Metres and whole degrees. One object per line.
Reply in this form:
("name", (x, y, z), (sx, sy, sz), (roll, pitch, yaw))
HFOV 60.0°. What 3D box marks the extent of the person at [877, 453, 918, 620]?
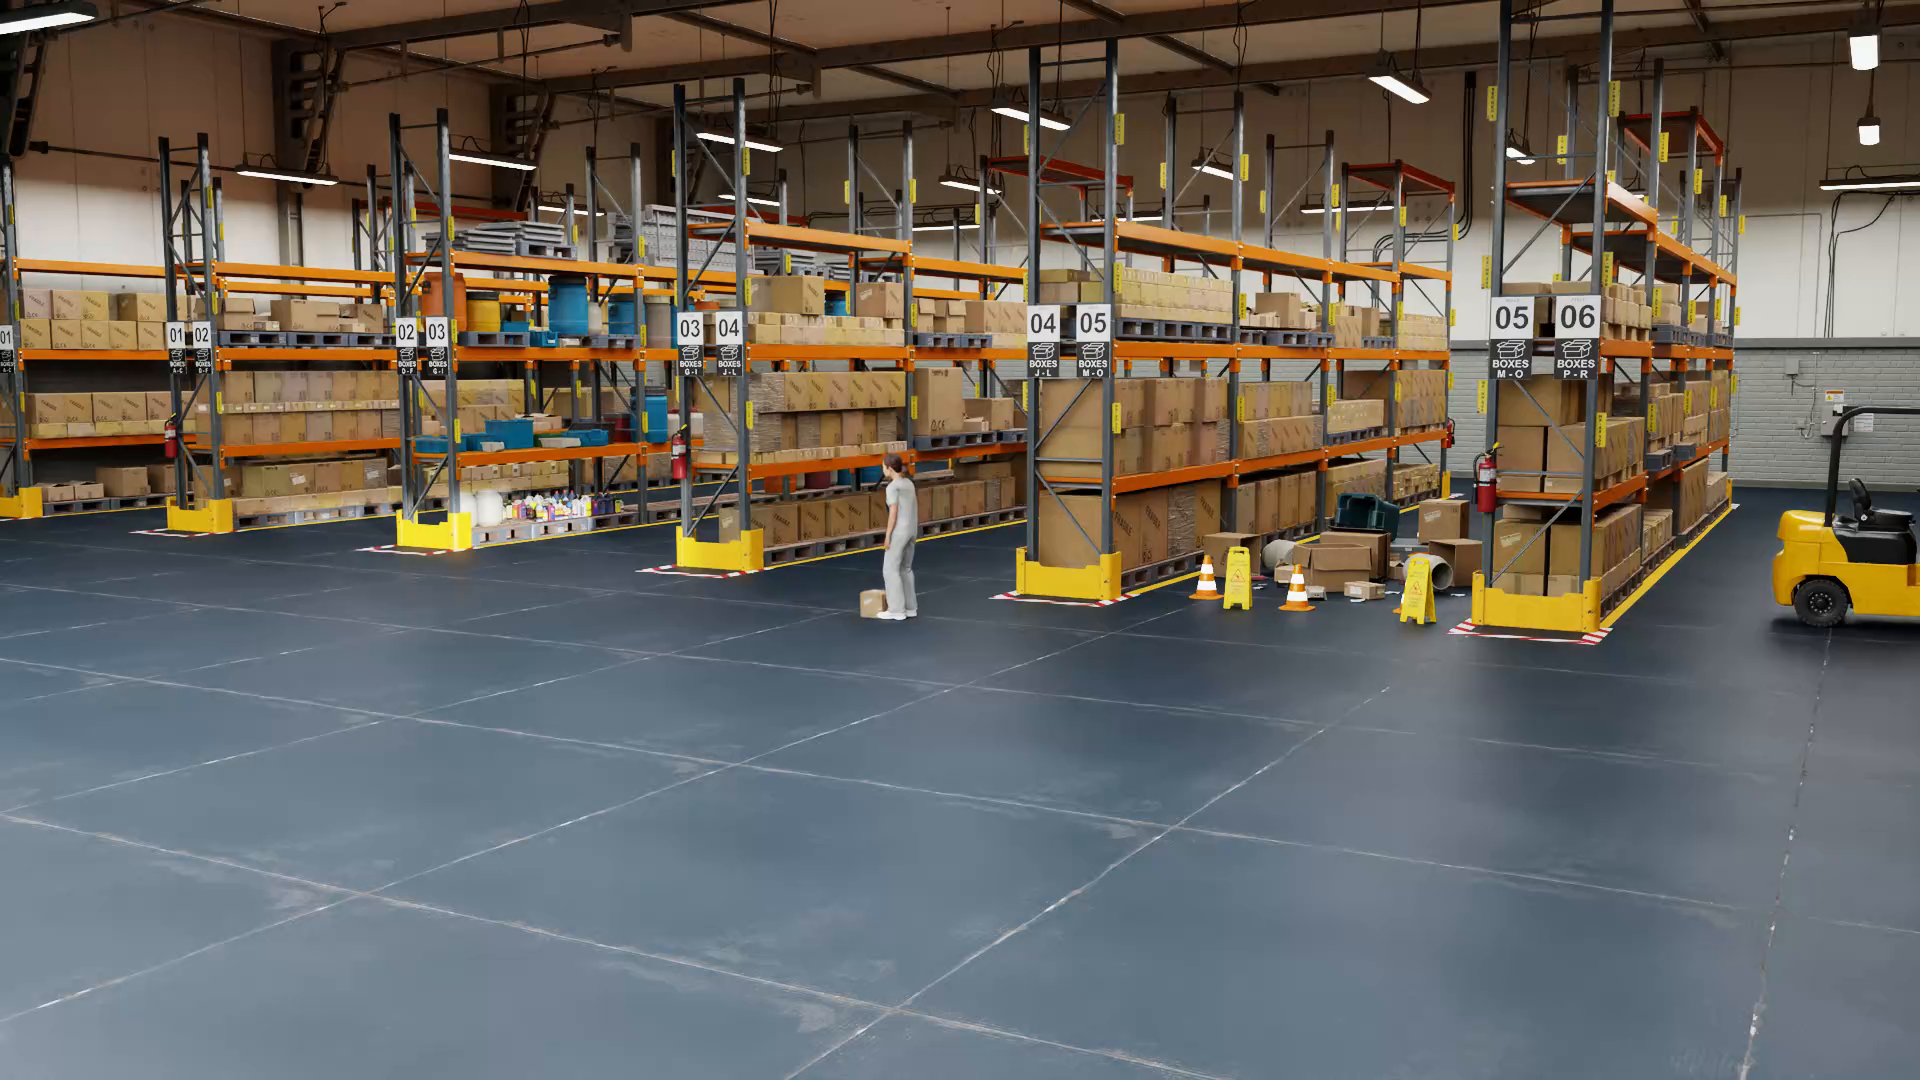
("person", (-0.619, -0.043, 16.745), (0.368, 1.671, 0.498), (3, 7, 26))
